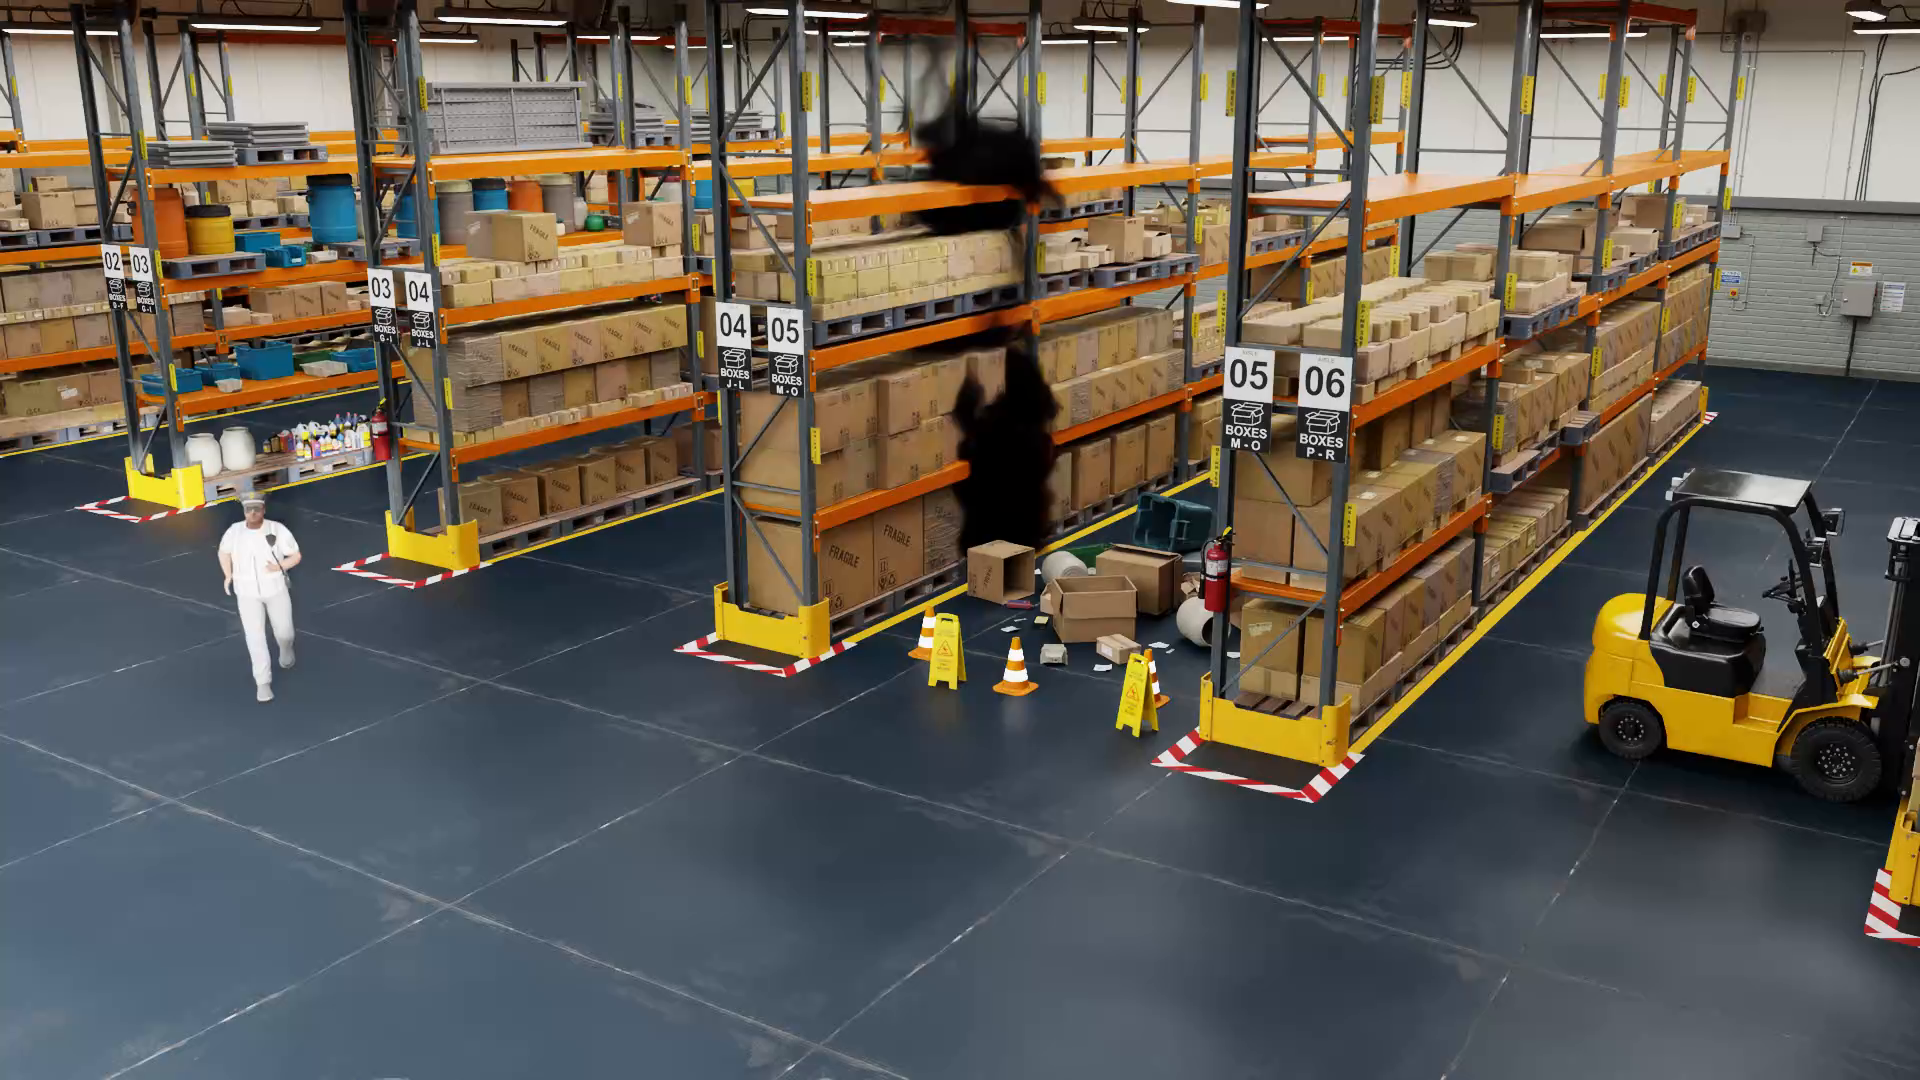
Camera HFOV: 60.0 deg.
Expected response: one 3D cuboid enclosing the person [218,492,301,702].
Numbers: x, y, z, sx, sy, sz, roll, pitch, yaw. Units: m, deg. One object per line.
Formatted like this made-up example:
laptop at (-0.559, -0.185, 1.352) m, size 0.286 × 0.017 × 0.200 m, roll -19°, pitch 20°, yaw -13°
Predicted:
person at (-6.026, 0.428, 14.369) m, size 0.673 × 1.750 × 0.943 m, roll -5°, pitch 16°, yaw -18°
